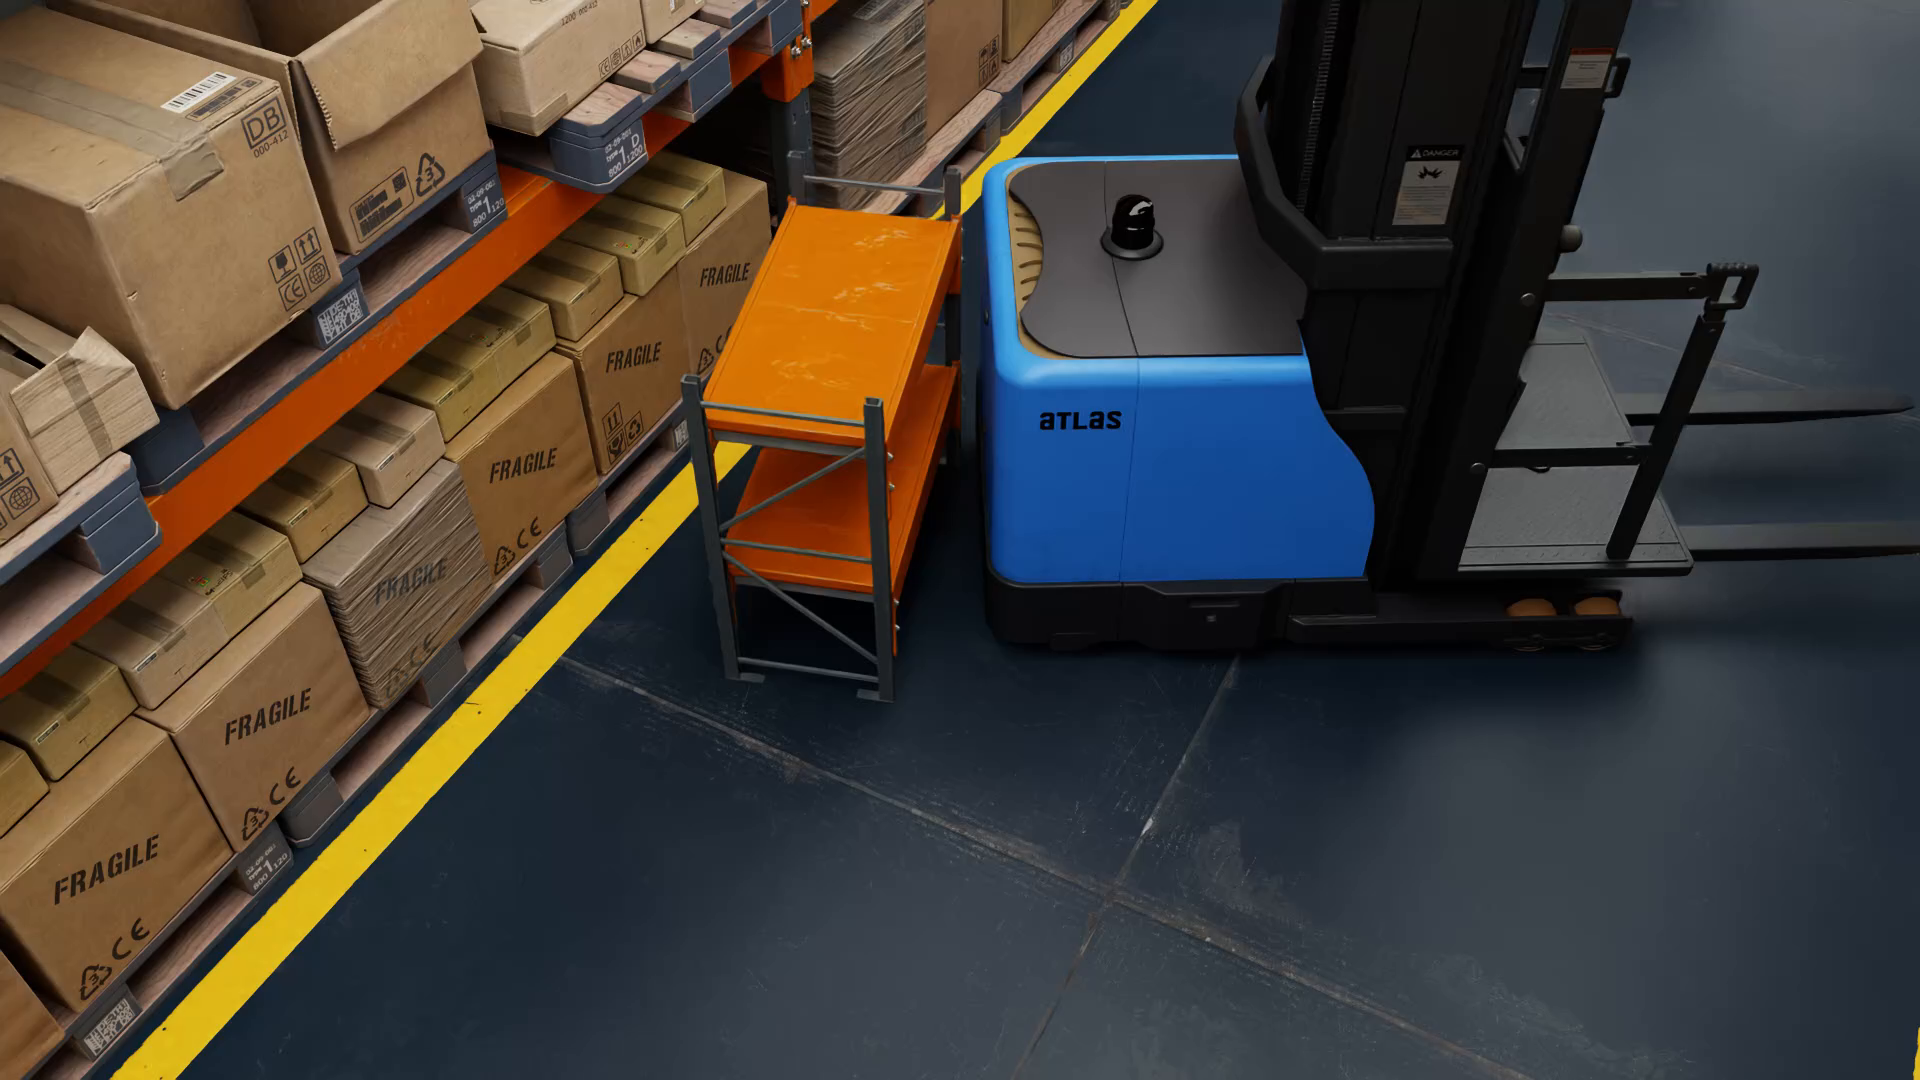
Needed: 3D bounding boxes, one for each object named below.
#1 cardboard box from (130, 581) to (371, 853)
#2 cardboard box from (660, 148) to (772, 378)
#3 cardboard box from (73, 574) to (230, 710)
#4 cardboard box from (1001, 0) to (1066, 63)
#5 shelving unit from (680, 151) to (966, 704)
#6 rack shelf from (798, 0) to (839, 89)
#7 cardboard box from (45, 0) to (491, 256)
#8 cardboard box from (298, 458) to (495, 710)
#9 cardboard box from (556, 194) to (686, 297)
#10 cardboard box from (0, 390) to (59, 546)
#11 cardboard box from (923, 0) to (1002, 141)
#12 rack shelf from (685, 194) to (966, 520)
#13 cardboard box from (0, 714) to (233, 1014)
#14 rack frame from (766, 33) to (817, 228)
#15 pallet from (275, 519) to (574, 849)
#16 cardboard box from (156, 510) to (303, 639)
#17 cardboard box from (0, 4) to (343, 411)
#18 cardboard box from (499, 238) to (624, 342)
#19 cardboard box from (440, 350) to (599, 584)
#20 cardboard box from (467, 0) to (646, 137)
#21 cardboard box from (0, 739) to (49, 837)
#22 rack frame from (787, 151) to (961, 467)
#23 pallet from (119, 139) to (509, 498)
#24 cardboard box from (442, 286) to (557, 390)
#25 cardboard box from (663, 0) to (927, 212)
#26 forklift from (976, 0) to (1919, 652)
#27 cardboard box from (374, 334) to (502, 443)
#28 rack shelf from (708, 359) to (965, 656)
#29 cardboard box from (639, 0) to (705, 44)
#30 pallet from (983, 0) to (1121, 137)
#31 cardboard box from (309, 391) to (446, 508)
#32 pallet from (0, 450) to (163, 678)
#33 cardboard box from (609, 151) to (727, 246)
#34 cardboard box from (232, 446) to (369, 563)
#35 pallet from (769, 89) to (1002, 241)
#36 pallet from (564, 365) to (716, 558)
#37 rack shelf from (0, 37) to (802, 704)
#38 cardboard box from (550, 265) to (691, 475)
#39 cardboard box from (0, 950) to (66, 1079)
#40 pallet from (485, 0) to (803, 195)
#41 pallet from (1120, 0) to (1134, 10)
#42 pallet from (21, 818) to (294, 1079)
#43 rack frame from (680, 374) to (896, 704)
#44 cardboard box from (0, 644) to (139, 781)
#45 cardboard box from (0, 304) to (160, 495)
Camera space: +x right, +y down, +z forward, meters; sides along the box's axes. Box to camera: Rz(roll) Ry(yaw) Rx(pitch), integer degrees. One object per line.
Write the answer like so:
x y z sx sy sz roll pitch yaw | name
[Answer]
-1.919 0.379 4.229 0.500 0.500 0.500 19 48 18 | cardboard box
-0.966 -0.922 5.514 0.500 0.500 0.500 22 49 20 | cardboard box
-1.981 0.207 3.943 0.380 0.149 0.250 20 49 19 | cardboard box
-0.049 -2.530 7.016 0.875 0.625 0.625 19 48 17 | cardboard box
-0.340 -0.323 4.779 0.538 1.125 1.048 8 46 7 | shelving unit
-0.031 -2.997 6.609 1.077 0.370 4.000 20 49 19 | rack shelf
-1.554 -1.085 3.845 0.797 0.503 0.637 19 48 18 | cardboard box
-1.672 0.054 4.550 0.500 0.500 0.500 19 48 18 | cardboard box
-1.064 -0.910 5.047 0.380 0.149 0.250 18 48 17 | cardboard box
-2.153 -0.210 2.983 0.700 0.500 0.500 21 49 19 | cardboard box
-0.362 -2.106 6.596 0.875 0.625 0.625 22 49 20 | cardboard box
-0.340 -0.529 4.570 0.538 0.278 1.000 8 46 7 | rack shelf
-2.154 0.692 3.920 0.500 0.500 0.500 20 49 19 | cardboard box
-0.960 -1.990 5.108 1.000 3.000 0.127 20 49 19 | rack frame
-1.907 0.214 4.891 1.003 0.211 1.213 20 49 19 | pallet
-1.864 0.051 4.096 0.380 0.149 0.250 22 49 20 | cardboard box
-1.789 -0.705 3.472 0.700 0.500 0.500 20 49 19 | cardboard box
-1.225 -0.759 4.897 0.380 0.149 0.250 19 48 18 | cardboard box
-1.448 -0.279 4.879 0.500 0.500 0.500 22 49 21 | cardboard box
-1.163 -1.314 4.249 0.500 0.250 0.500 18 48 17 | cardboard box
-2.245 0.529 3.624 0.380 0.149 0.250 18 48 17 | cardboard box
-0.246 -0.679 5.130 0.500 1.125 0.032 8 46 7 | rack frame
-1.858 -0.696 3.964 1.003 0.211 1.213 20 49 19 | pallet
-1.388 -0.608 4.748 0.380 0.149 0.250 22 49 20 | cardboard box
-0.658 -1.691 6.187 0.875 0.625 0.625 22 49 20 | cardboard box
1.579 -1.079 4.256 3.031 2.935 1.130 -1 45 -1 | forklift
-1.503 -0.450 4.592 0.380 0.149 0.250 20 49 18 | cardboard box
-0.340 -0.151 4.953 0.538 0.278 1.000 8 46 7 | rack shelf
-0.925 -1.509 4.514 0.380 0.149 0.250 21 49 20 | cardboard box
0.025 -2.281 7.356 1.003 0.211 1.213 20 49 19 | pallet
-1.605 -0.266 4.410 0.380 0.149 0.250 18 48 17 | cardboard box
-2.349 0.130 3.148 1.003 0.211 1.213 20 49 19 | pallet
-0.965 -1.092 5.227 0.380 0.149 0.250 18 48 17 | cardboard box
-1.764 -0.128 4.274 0.380 0.149 0.250 21 49 19 | cardboard box
-0.543 -1.516 6.600 1.003 0.211 1.213 20 49 19 | pallet
-1.340 -0.552 5.647 1.003 0.211 1.213 20 49 19 | pallet
-1.888 -0.477 4.119 1.077 0.370 4.000 20 49 19 | rack shelf
-1.207 -0.610 5.206 0.500 0.500 0.500 20 49 18 | cardboard box
-2.393 1.030 3.585 0.500 0.500 0.500 22 49 21 | cardboard box
-1.212 -1.473 4.731 1.213 0.211 1.003 20 49 19 | pallet
0.590 -3.053 8.119 1.003 0.211 1.213 20 49 19 | pallet
-2.472 0.985 4.128 1.003 0.211 1.213 20 49 19 | pallet
-0.434 0.032 4.427 0.500 1.125 0.032 8 46 7 | rack frame
-2.130 0.352 3.799 0.380 0.149 0.250 20 49 18 | cardboard box
-1.832 -0.319 3.256 0.396 0.266 0.258 23 50 21 | cardboard box
